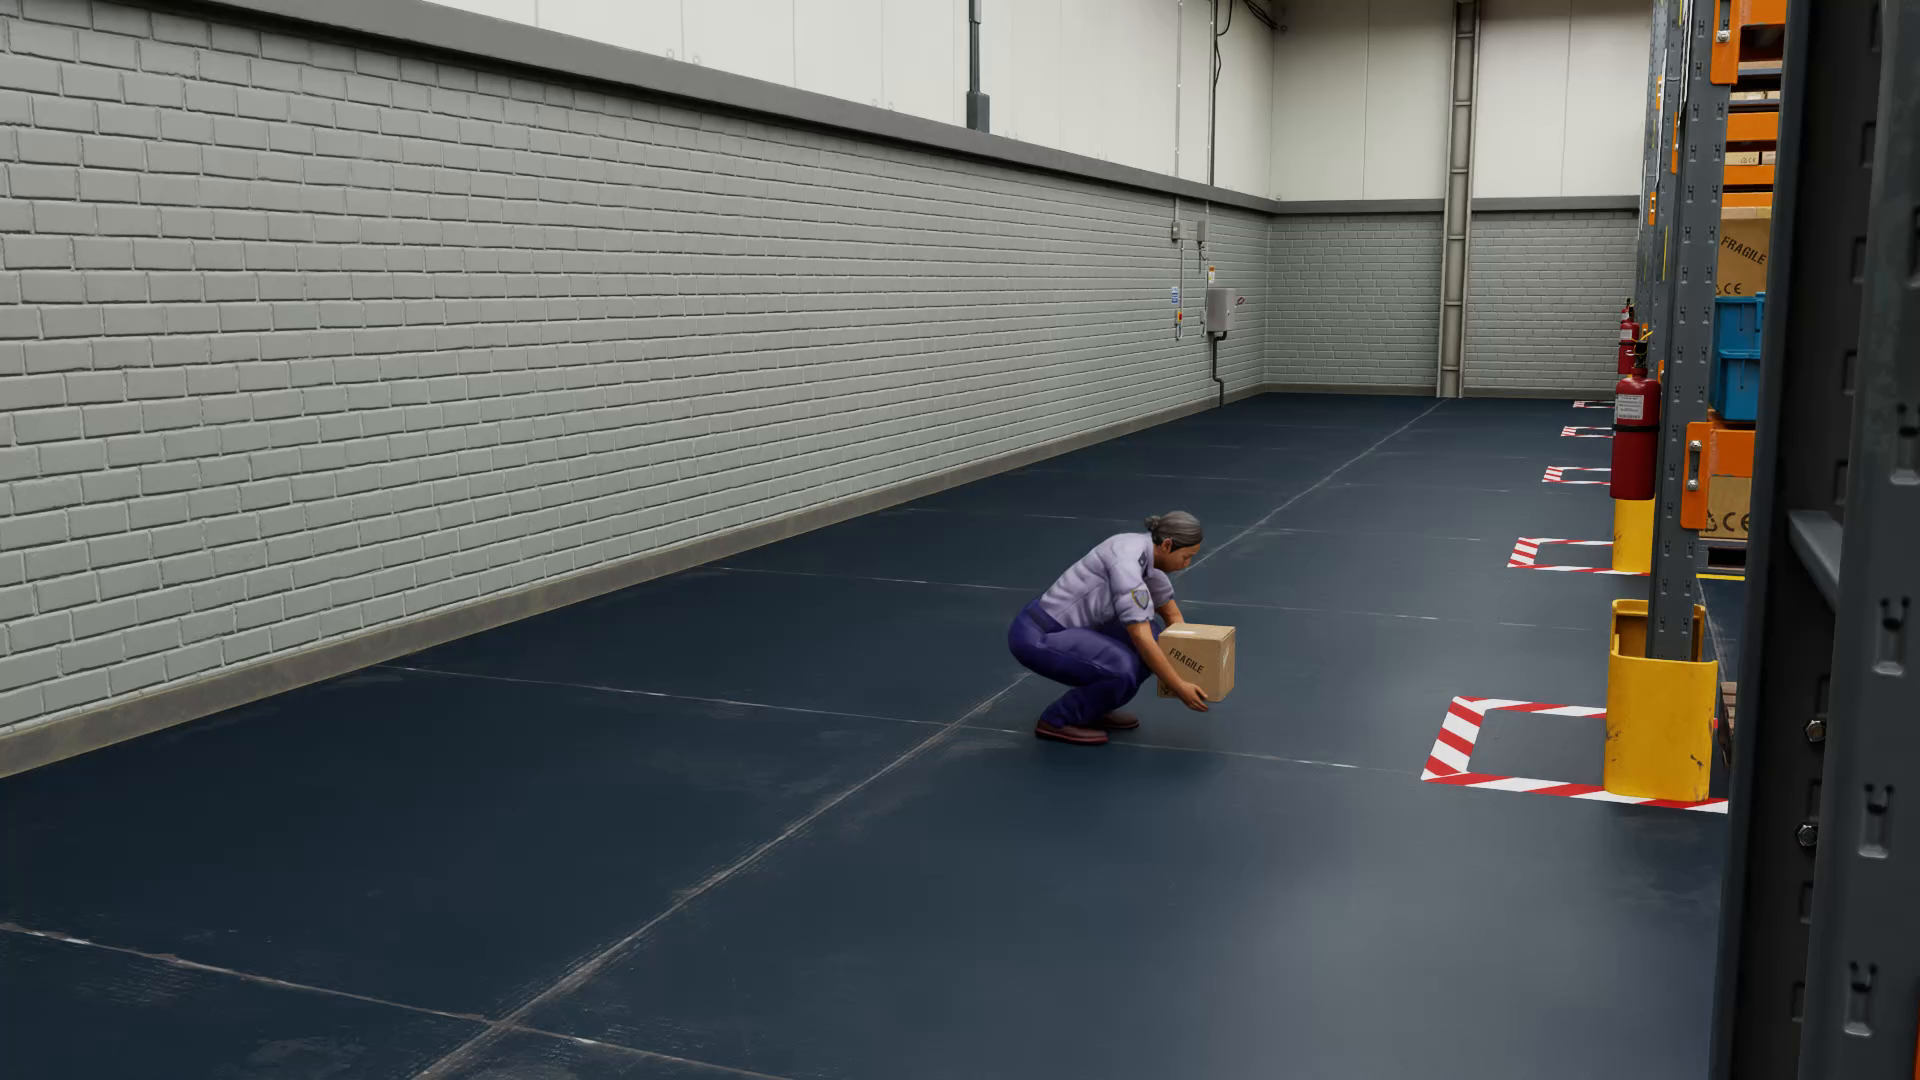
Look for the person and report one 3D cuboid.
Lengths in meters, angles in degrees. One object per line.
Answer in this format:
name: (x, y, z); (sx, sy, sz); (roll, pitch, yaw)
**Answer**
person: (0.619, 0.335, 6.652); (0.827, 0.923, 0.536); (3, 9, 21)
